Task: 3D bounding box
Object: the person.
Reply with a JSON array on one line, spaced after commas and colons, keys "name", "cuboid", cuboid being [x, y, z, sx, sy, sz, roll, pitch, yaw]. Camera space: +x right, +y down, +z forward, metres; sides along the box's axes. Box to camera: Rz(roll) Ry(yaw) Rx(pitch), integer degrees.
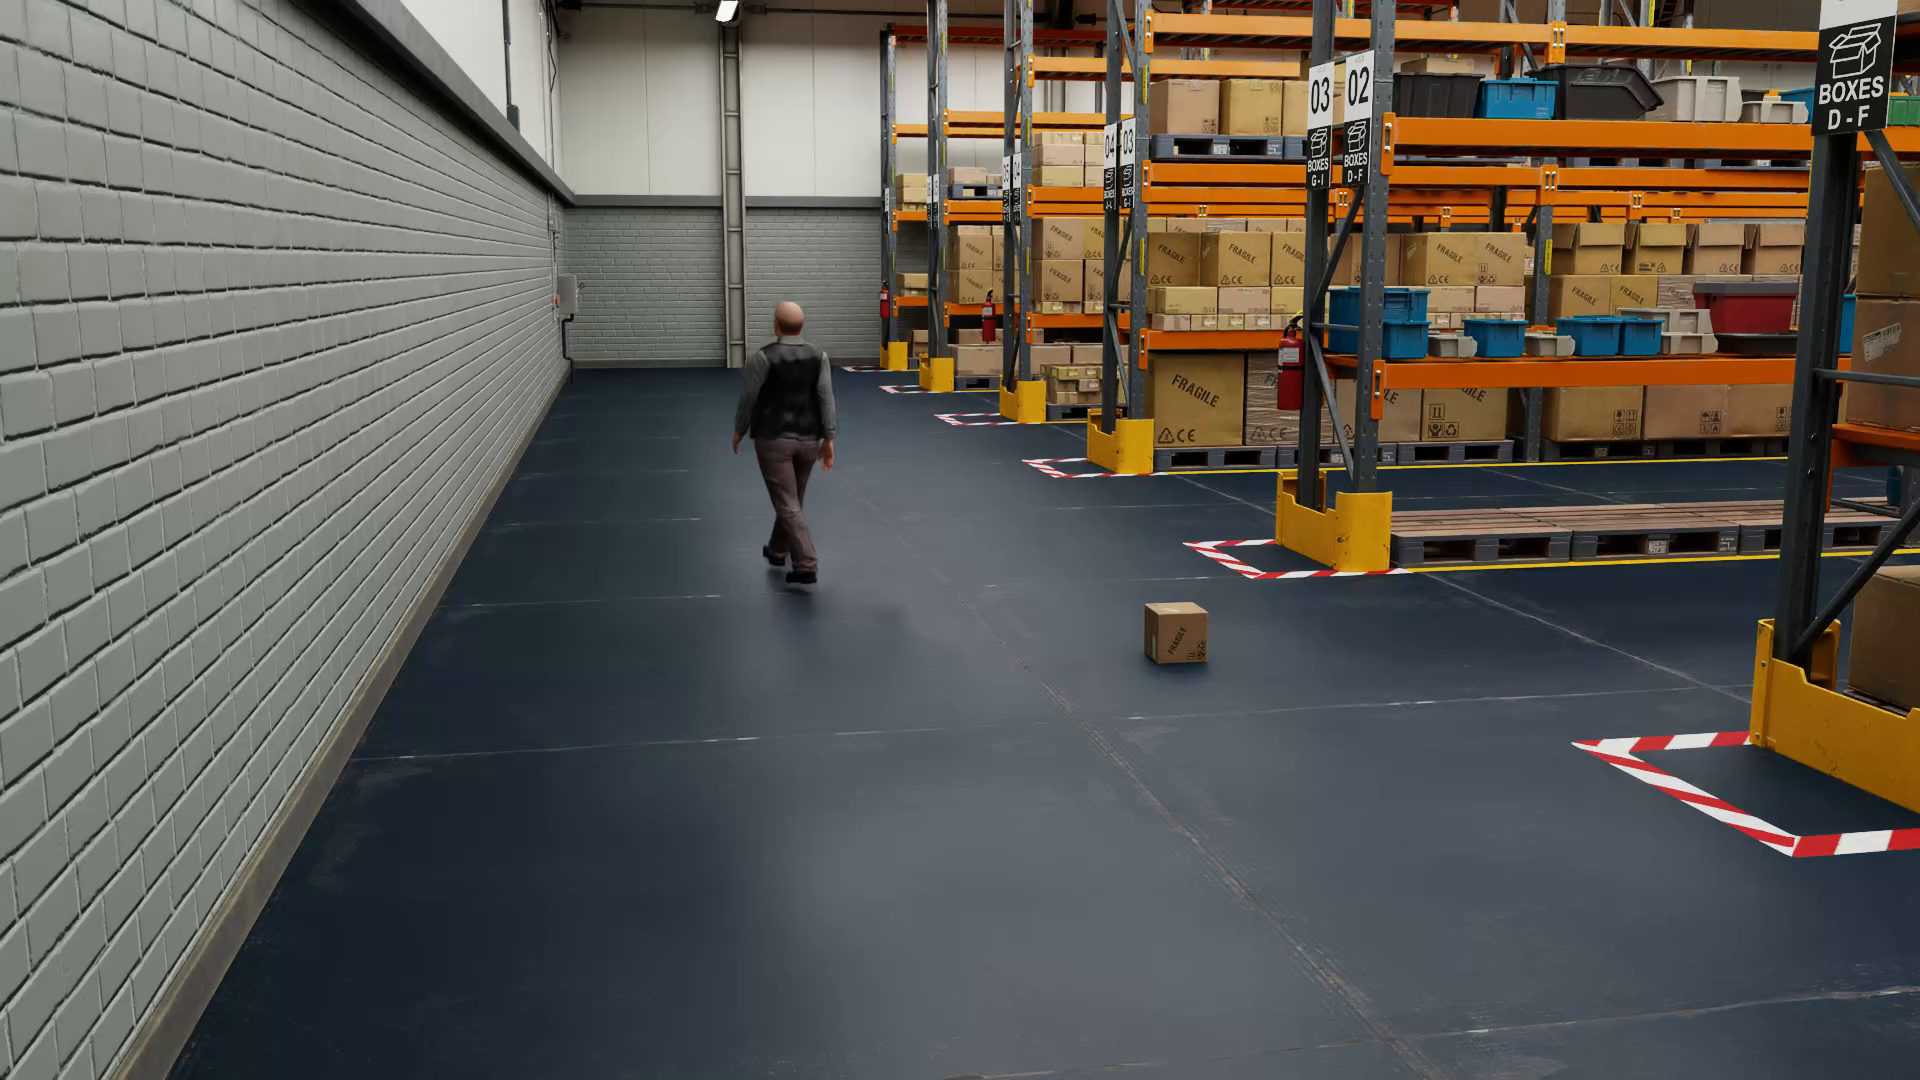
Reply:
[{"name": "person", "cuboid": [-1.105, -0.612, 10.088, 0.559, 1.663, 1.019, -6, 11, -32]}]
